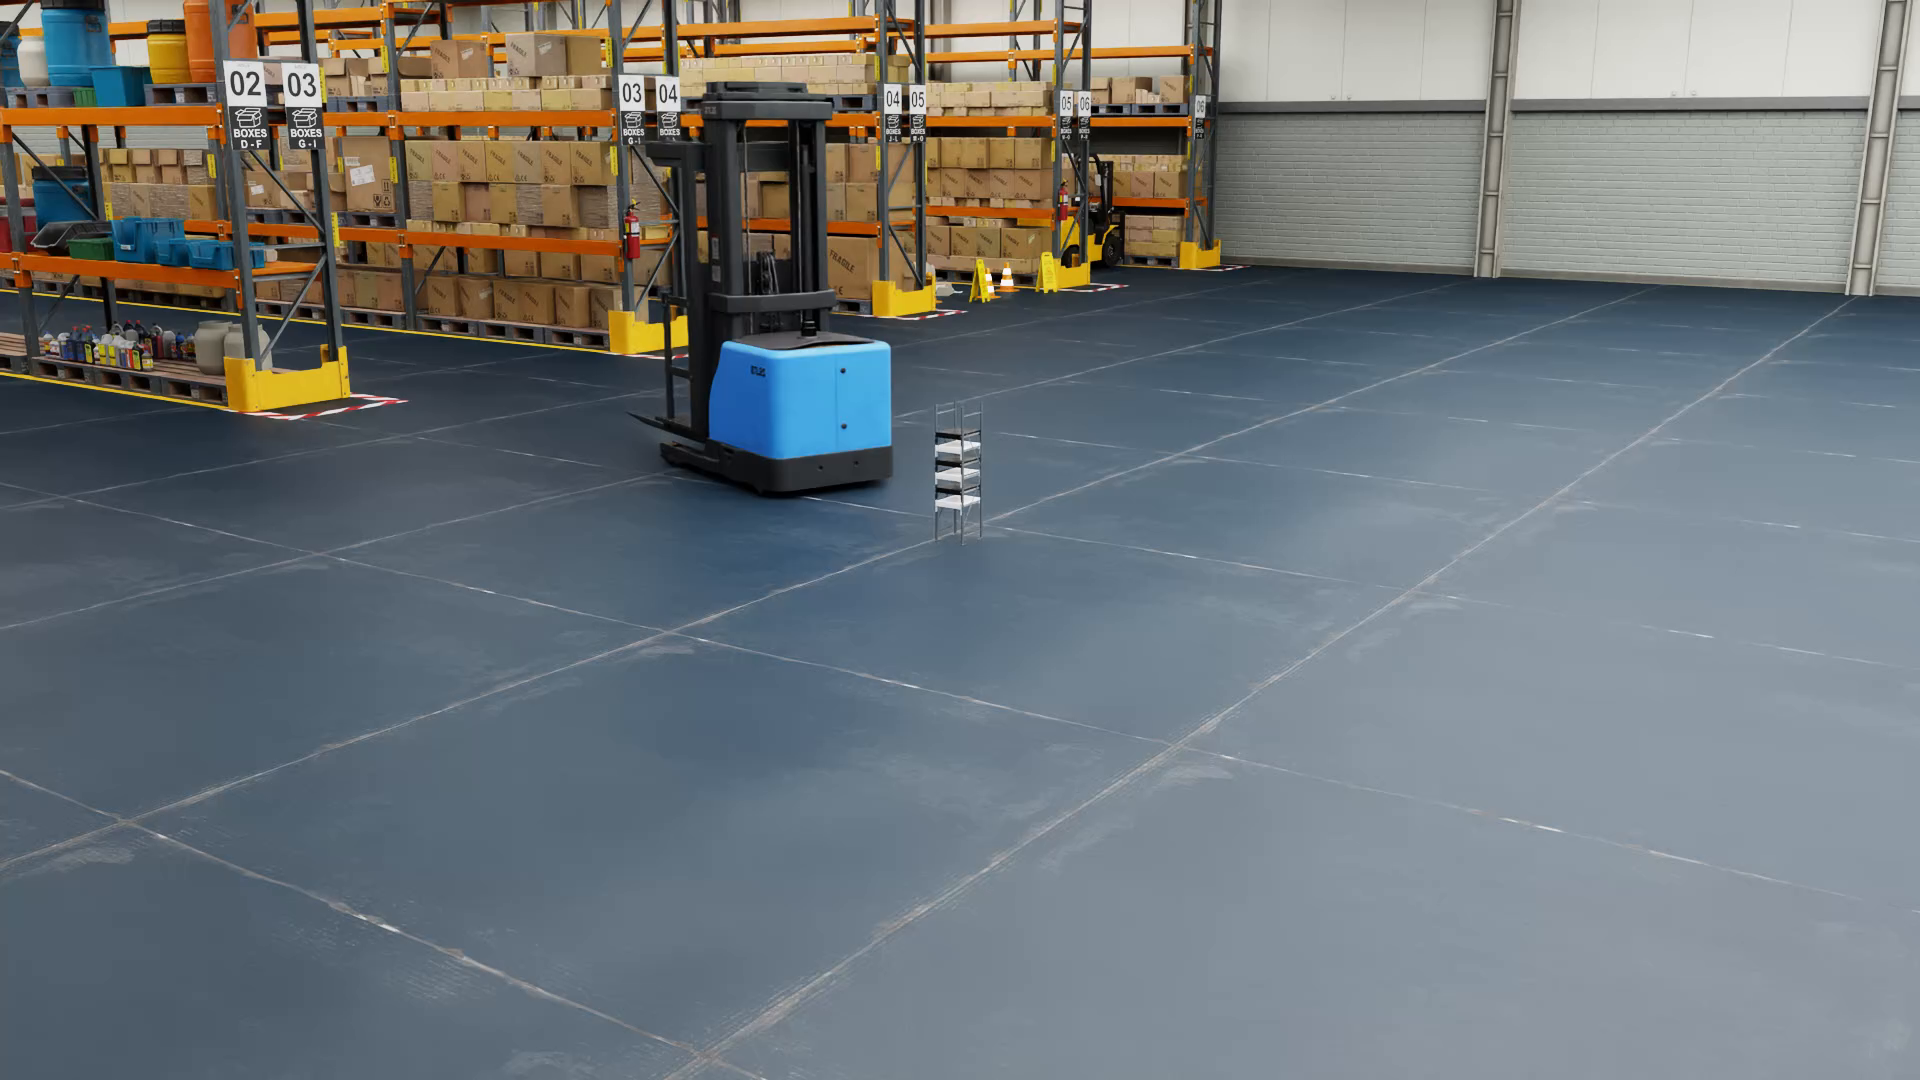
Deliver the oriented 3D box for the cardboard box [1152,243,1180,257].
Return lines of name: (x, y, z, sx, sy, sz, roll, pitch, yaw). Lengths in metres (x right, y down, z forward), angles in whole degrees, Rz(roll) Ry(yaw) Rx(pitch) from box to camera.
cardboard box: (4.055, -5.618, 32.123, 0.500, 0.250, 0.500, 9, 17, 33)

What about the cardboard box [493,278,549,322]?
cardboard box: (-5.648, -3.105, 21.452, 0.500, 0.500, 0.500, 8, 16, 28)

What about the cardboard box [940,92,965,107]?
cardboard box: (0.009, -7.505, 28.348, 0.500, 0.250, 0.500, 9, 17, 33)

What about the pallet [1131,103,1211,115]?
pallet: (4.049, -8.262, 31.897, 1.213, 0.211, 1.003, 9, 17, 33)

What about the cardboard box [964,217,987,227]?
cardboard box: (0.277, -5.468, 28.607, 0.250, 0.149, 0.380, 10, 17, 35)

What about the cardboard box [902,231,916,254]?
cardboard box: (-0.676, -5.326, 29.382, 0.500, 0.500, 0.500, 10, 17, 35)

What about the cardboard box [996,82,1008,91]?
cardboard box: (0.812, -7.583, 27.836, 0.250, 0.149, 0.380, 9, 17, 33)

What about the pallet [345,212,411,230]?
pallet: (-7.549, -4.357, 22.582, 1.213, 0.211, 1.003, 9, 17, 33)

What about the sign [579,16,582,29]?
sign: (-8.958, -12.190, 39.232, 0.005, 0.325, 0.100, 9, 17, 33)

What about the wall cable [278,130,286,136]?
wall cable: (-16.114, -9.164, 39.421, 0.123, 1.953, 0.585, 9, 17, 33)

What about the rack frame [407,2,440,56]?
rack frame: (-11.423, -10.816, 35.790, 0.127, 3.000, 1.000, 9, 17, 33)

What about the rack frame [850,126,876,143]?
rack frame: (-2.017, -7.822, 36.177, 0.127, 3.000, 1.000, 9, 17, 33)

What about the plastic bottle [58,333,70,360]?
plastic bottle: (-9.457, -2.055, 17.634, 0.135, 0.276, 0.152, 10, 17, 35)

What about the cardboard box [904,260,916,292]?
cardboard box: (-1.017, -4.278, 27.056, 0.637, 0.503, 0.797, -1, 14, -6)

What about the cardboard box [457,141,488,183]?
cardboard box: (-5.934, -4.752, 20.871, 0.500, 0.500, 0.500, 9, 17, 33)

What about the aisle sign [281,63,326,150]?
aisle sign: (-6.218, -4.106, 15.756, 0.004, 0.787, 0.394, 9, 17, 33)

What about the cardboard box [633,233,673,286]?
cardboard box: (-4.709, -4.472, 26.452, 0.750, 0.750, 1.050, 9, 17, 33)

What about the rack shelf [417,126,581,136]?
rack shelf: (-9.763, -8.743, 35.154, 4.000, 0.370, 1.077, 9, 17, 33)

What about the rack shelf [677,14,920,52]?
rack shelf: (-2.484, -7.395, 24.299, 4.000, 0.370, 1.077, 9, 17, 33)

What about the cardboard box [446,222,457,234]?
cardboard box: (-6.350, -4.013, 21.313, 0.250, 0.149, 0.380, 9, 17, 33)

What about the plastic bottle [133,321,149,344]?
plastic bottle: (-8.906, -2.205, 18.083, 0.185, 0.351, 0.144, 8, 16, 30)

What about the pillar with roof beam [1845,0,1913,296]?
pillar with roof beam: (12.101, -7.466, 22.257, 0.400, 9.000, 9.100, 9, 17, 33)

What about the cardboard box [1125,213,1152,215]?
cardboard box: (3.502, -6.341, 32.963, 0.500, 0.250, 0.500, 9, 17, 32)

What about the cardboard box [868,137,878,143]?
cardboard box: (-1.221, -6.871, 29.429, 0.500, 0.500, 0.700, 9, 17, 32)

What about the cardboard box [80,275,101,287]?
cardboard box: (-13.092, -4.483, 26.236, 0.875, 0.875, 1.225, 9, 17, 33)

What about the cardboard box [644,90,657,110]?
cardboard box: (-3.932, -5.282, 19.988, 0.500, 0.250, 0.500, 10, 17, 34)

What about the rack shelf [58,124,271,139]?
rack shelf: (-11.975, -6.231, 25.005, 4.000, 0.370, 1.077, 9, 17, 33)

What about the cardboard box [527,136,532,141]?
cardboard box: (-8.695, -8.251, 34.275, 0.250, 0.149, 0.380, 10, 17, 34)

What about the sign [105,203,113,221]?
sign: (-9.444, -3.574, 18.443, 0.005, 0.325, 0.100, 9, 17, 33)

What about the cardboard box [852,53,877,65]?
cardboard box: (-1.294, -6.709, 23.222, 0.250, 0.149, 0.380, 9, 17, 33)

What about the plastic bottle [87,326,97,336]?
plastic bottle: (-9.242, -2.097, 17.649, 0.185, 0.351, 0.144, 9, 17, 33)

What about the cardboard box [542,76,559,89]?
cardboard box: (-4.742, -5.436, 19.782, 0.250, 0.149, 0.380, 9, 17, 33)

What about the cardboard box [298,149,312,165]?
cardboard box: (-11.755, -7.123, 30.447, 0.500, 0.500, 0.500, 9, 16, 31)

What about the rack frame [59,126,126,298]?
rack frame: (-13.634, -5.392, 26.362, 0.127, 3.000, 1.000, 9, 17, 33)

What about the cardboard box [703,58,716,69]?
cardboard box: (-3.609, -7.083, 24.734, 0.250, 0.149, 0.380, 9, 17, 32)

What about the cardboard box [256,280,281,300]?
cardboard box: (-9.748, -3.770, 24.096, 0.500, 0.500, 0.700, 8, 16, 30)

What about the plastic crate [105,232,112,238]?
plastic crate: (-8.690, -3.165, 17.676, 0.616, 0.251, 0.499, 9, 17, 33)

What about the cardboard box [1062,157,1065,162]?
cardboard box: (2.041, -7.587, 33.051, 0.250, 0.149, 0.380, 10, 17, 34)

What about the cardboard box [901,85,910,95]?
cardboard box: (-0.930, -6.454, 23.853, 0.250, 0.149, 0.380, 9, 17, 33)

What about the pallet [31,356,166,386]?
pallet: (-9.226, -1.879, 17.976, 1.213, 0.211, 1.003, 9, 17, 33)

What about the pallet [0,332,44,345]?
pallet: (-11.450, -2.239, 19.428, 1.213, 0.211, 1.003, 9, 17, 33)

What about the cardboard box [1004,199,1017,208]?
cardboard box: (0.951, -5.695, 28.108, 0.250, 0.149, 0.380, 9, 16, 32)

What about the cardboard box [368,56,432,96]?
cardboard box: (-7.331, -6.112, 21.939, 0.637, 0.503, 0.797, 8, 16, 30)

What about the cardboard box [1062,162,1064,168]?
cardboard box: (2.030, -7.442, 33.085, 0.250, 0.149, 0.380, 10, 17, 34)

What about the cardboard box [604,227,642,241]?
cardboard box: (-4.029, -3.658, 19.879, 0.250, 0.149, 0.380, 9, 17, 33)

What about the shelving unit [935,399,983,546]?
shelving unit: (-0.007, -0.438, 10.719, 0.210, 0.900, 0.258, 9, 17, 33)

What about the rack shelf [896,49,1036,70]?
rack shelf: (-0.358, -9.922, 34.507, 4.000, 0.370, 1.077, 9, 17, 33)

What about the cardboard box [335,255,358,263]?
cardboard box: (-11.298, -5.172, 30.533, 0.250, 0.149, 0.380, 9, 17, 34)

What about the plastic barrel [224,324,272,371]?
plastic barrel: (-7.030, -1.864, 16.415, 0.421, 0.512, 0.421, 0, 14, 0)

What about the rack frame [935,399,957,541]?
rack frame: (-0.091, -0.452, 10.775, 0.006, 0.900, 0.240, 9, 17, 33)

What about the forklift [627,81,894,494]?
forklift: (-1.743, -2.057, 13.034, 1.130, 2.935, 3.031, -9, 17, -33)

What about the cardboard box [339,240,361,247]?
cardboard box: (-11.223, -5.472, 30.506, 0.250, 0.149, 0.380, 10, 17, 34)

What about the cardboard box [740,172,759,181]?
cardboard box: (-2.964, -5.685, 24.986, 0.550, 0.550, 0.875, 9, 17, 33)

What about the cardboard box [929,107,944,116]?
cardboard box: (-0.323, -7.348, 28.545, 0.250, 0.149, 0.380, 9, 16, 32)

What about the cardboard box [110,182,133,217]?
cardboard box: (-12.559, -5.194, 25.356, 0.500, 0.500, 0.500, 9, 16, 32)

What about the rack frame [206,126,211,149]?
rack frame: (-14.101, -6.904, 32.469, 0.127, 3.000, 1.000, 9, 17, 33)
